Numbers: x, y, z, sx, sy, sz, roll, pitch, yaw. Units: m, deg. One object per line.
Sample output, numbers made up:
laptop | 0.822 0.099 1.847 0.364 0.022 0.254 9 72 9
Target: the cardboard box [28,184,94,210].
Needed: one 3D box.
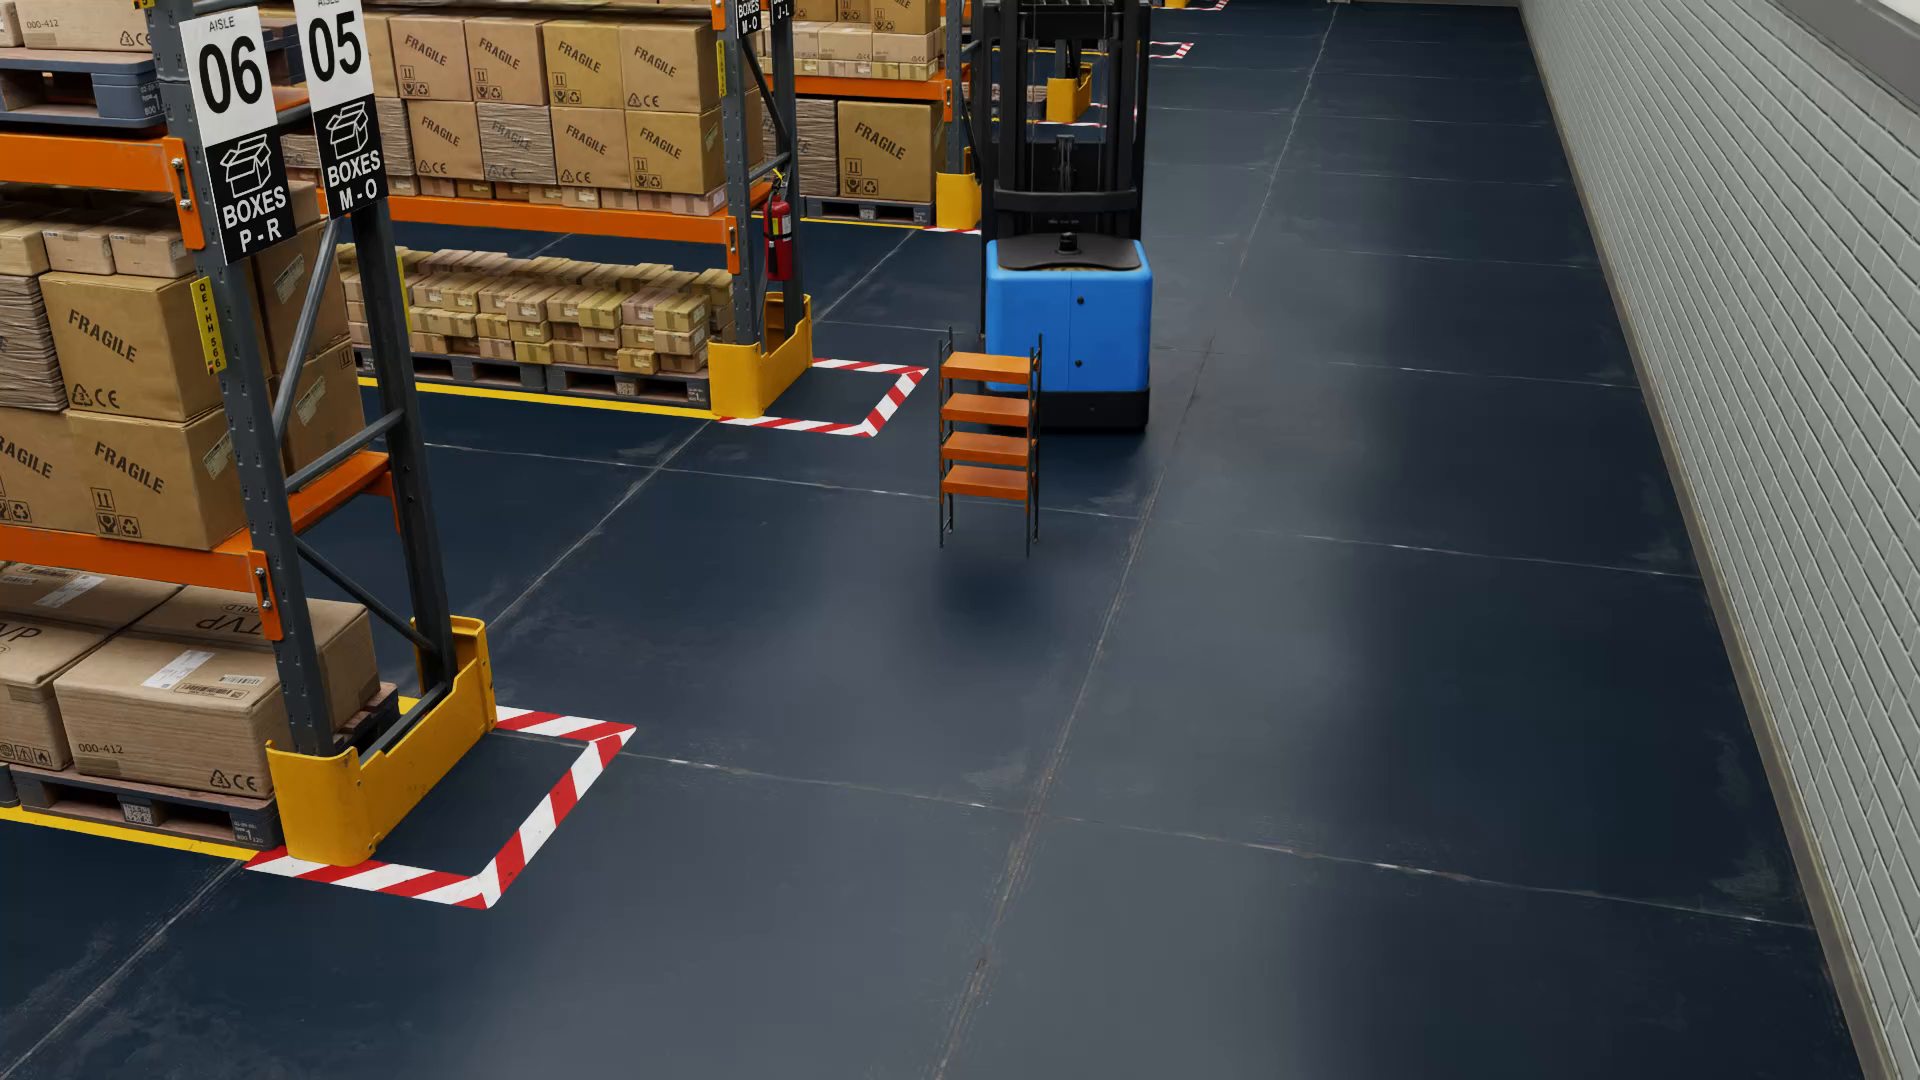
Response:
cardboard box | -3.439 -1.362 6.587 0.250 0.149 0.380 5 26 11

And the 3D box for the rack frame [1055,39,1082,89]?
rack frame | 1.292 -6.512 19.439 0.127 3.000 1.000 6 26 13

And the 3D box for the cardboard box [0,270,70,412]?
cardboard box | -3.450 -0.817 6.198 0.500 0.500 0.500 6 26 13

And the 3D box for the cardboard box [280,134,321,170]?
cardboard box | -4.251 -2.796 11.170 0.500 0.500 0.500 6 26 13

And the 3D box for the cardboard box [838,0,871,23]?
cardboard box | -0.824 -5.073 15.371 0.500 0.500 0.500 6 26 12

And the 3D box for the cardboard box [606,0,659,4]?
cardboard box | -2.941 -5.070 15.365 0.500 0.500 0.500 6 26 13

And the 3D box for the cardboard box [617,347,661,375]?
cardboard box | -2.111 -1.253 11.221 0.250 0.149 0.380 7 26 15

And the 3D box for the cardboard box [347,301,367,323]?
cardboard box | -4.105 -1.658 11.725 0.250 0.149 0.380 5 26 10

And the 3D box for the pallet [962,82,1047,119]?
pallet | 0.503 -5.357 20.258 1.213 0.211 1.003 6 26 13

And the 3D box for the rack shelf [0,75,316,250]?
rack shelf | -4.347 -1.568 6.401 4.000 0.370 1.077 6 26 13

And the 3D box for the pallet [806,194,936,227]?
pallet | -0.736 -3.244 15.818 1.213 0.211 1.003 6 26 13

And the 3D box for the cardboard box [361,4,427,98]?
cardboard box | -3.787 -3.189 10.834 0.500 0.500 0.500 7 26 14

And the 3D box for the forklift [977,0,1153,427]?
forklift | 0.686 -2.628 11.360 1.130 2.935 3.031 0 25 0

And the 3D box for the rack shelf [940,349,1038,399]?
rack shelf | 0.160 -0.879 8.786 0.480 0.148 0.258 6 26 13

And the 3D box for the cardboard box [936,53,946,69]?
cardboard box | -0.204 -4.512 15.530 0.250 0.149 0.380 7 26 14

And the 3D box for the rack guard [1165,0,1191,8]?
rack guard | 3.782 -9.505 28.634 0.348 0.500 1.175 6 26 13

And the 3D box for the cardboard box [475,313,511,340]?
cardboard box | -3.109 -1.511 11.415 0.250 0.149 0.380 8 27 16

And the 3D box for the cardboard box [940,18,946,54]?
cardboard box | -0.340 -4.680 15.420 0.500 0.250 0.500 6 26 12

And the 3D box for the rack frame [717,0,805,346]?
rack frame | -1.275 -2.396 10.793 0.127 3.000 1.000 6 26 13

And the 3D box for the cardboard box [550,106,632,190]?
cardboard box | -2.272 -2.574 10.704 0.500 0.500 0.500 6 26 12

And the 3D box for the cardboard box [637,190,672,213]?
cardboard box | -1.893 -2.242 10.762 0.250 0.149 0.380 6 26 13

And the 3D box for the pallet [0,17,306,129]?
pallet | -3.131 -1.714 5.974 1.213 0.211 1.003 6 26 13

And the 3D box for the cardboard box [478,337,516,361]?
cardboard box | -3.110 -1.377 11.481 0.250 0.149 0.380 7 26 14

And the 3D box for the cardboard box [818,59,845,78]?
cardboard box | -1.107 -4.319 15.125 0.250 0.149 0.380 7 26 14

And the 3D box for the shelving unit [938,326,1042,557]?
shelving unit | 0.160 -0.524 8.955 0.503 1.200 0.258 6 26 13

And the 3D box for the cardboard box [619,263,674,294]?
cardboard box | -2.207 -1.824 11.728 0.250 0.149 0.380 6 26 13

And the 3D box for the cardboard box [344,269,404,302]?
cardboard box | -4.100 -1.793 11.662 0.250 0.149 0.380 6 26 12

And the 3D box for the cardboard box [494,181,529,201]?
cardboard box | -2.887 -2.374 11.040 0.250 0.149 0.380 5 26 11

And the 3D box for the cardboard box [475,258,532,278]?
cardboard box | -3.245 -1.884 11.854 0.250 0.149 0.380 6 26 13

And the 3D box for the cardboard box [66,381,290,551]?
cardboard box | -2.943 -0.311 6.297 0.500 0.500 0.500 6 26 13

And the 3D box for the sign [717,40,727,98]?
sign | -1.433 -2.833 9.996 0.005 0.325 0.100 6 26 13

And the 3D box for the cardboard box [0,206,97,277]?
cardboard box | -3.330 -1.079 5.992 0.250 0.149 0.380 6 26 13

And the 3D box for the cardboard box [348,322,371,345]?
cardboard box | -4.107 -1.514 11.769 0.250 0.149 0.380 6 26 12

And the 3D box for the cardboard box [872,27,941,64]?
cardboard box | -0.477 -4.458 14.953 0.500 0.250 0.500 6 26 12

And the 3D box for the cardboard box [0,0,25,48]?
cardboard box | -3.294 -1.822 5.786 0.250 0.149 0.380 4 26 9

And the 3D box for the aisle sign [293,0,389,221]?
aisle sign | -2.268 -1.611 6.120 0.004 0.787 0.394 6 26 13

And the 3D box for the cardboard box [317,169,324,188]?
cardboard box | -4.155 -2.509 11.323 0.250 0.149 0.380 5 26 11

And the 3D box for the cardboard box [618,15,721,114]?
cardboard box | -1.780 -2.972 10.378 0.500 0.500 0.500 6 26 12

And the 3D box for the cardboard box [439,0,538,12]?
cardboard box | -3.127 -3.355 11.182 0.500 0.500 0.500 5 26 11

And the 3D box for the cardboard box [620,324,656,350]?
cardboard box | -2.097 -1.421 11.227 0.250 0.149 0.380 6 26 12

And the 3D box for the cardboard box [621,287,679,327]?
cardboard box | -2.080 -1.569 11.192 0.250 0.149 0.380 7 26 14

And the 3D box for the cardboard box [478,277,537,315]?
cardboard box | -3.099 -1.678 11.421 0.250 0.149 0.380 5 26 11

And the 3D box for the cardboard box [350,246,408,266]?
cardboard box | -4.240 -2.031 12.162 0.250 0.149 0.380 6 26 13

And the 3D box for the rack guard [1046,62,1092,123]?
rack guard | 1.318 -5.386 19.982 0.348 0.500 1.175 6 26 13
